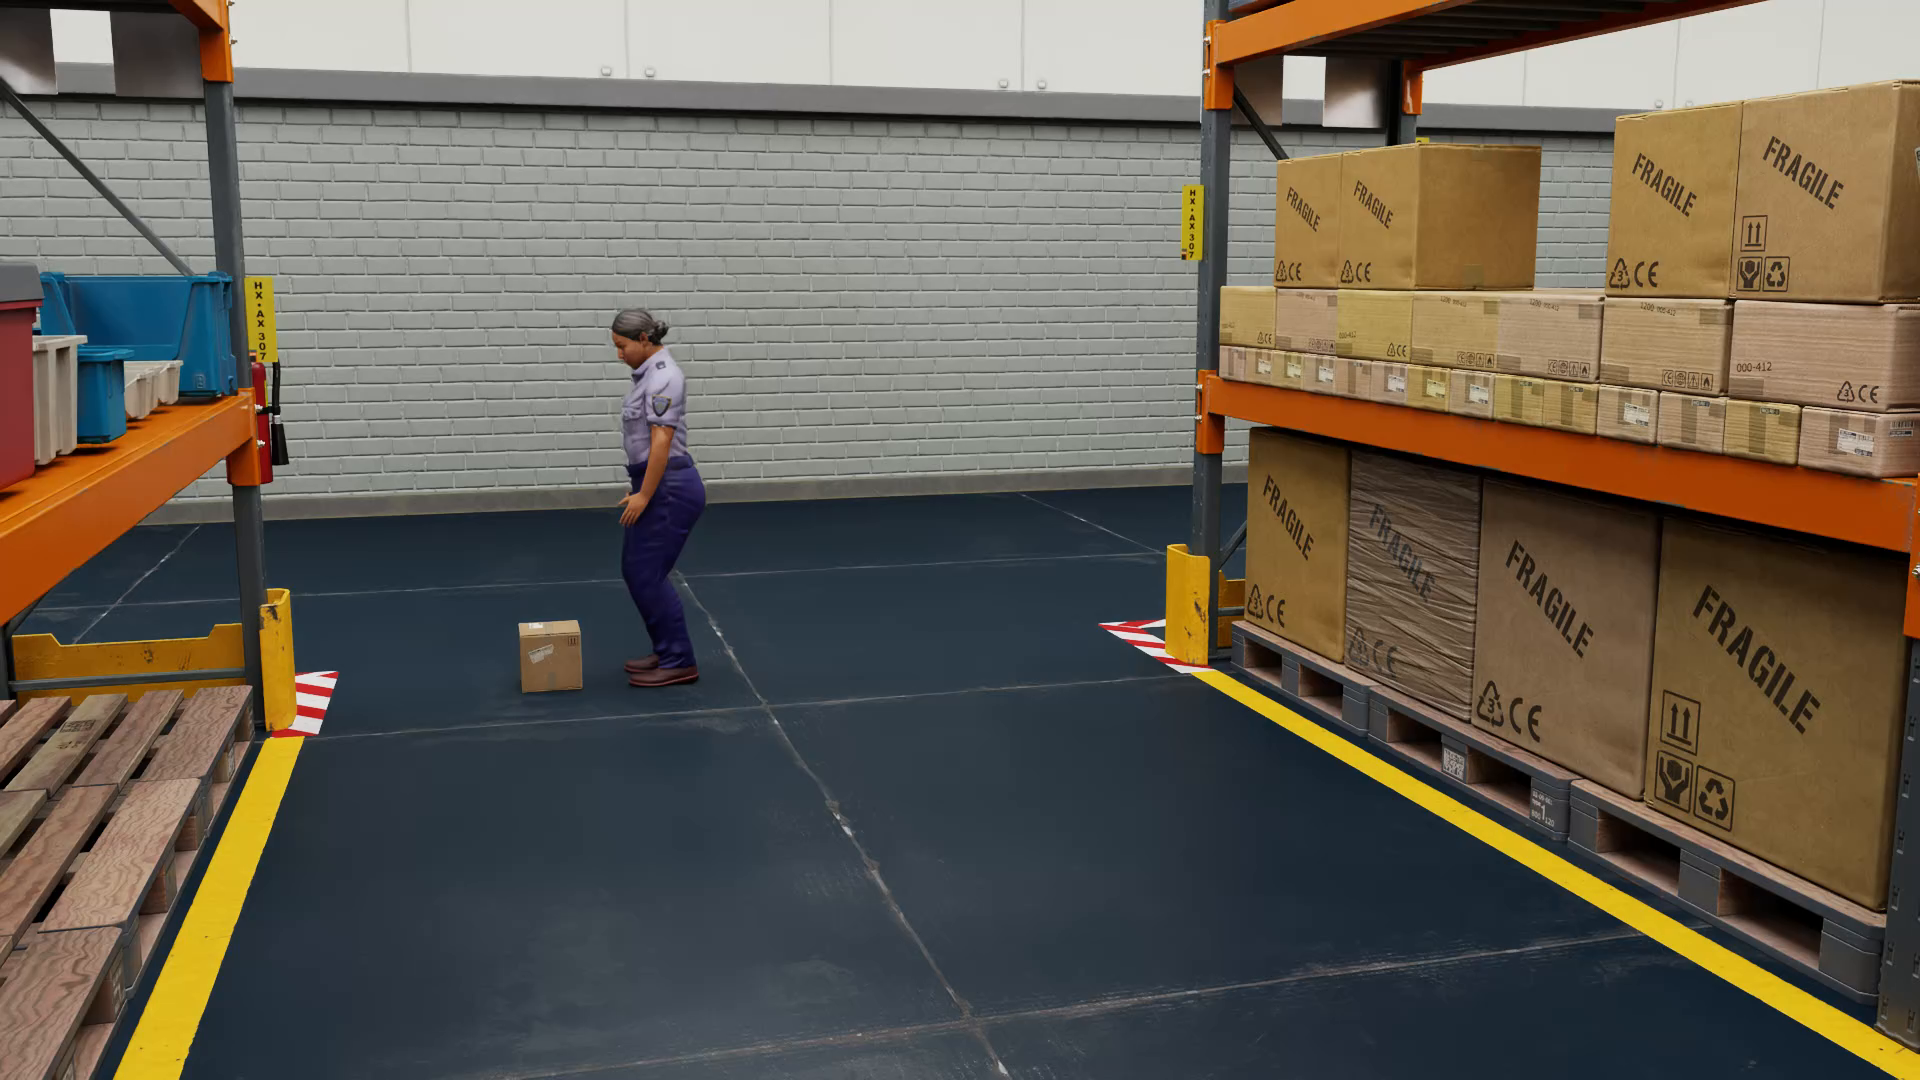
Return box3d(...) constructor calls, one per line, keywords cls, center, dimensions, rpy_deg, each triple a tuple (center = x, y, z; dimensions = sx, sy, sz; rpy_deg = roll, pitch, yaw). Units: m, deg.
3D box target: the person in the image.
box3d(cls="person", center=(-1.295, -0.182, 7.180), dimensions=(0.384, 1.611, 0.493), rpy_deg=(-2, 10, -15))
